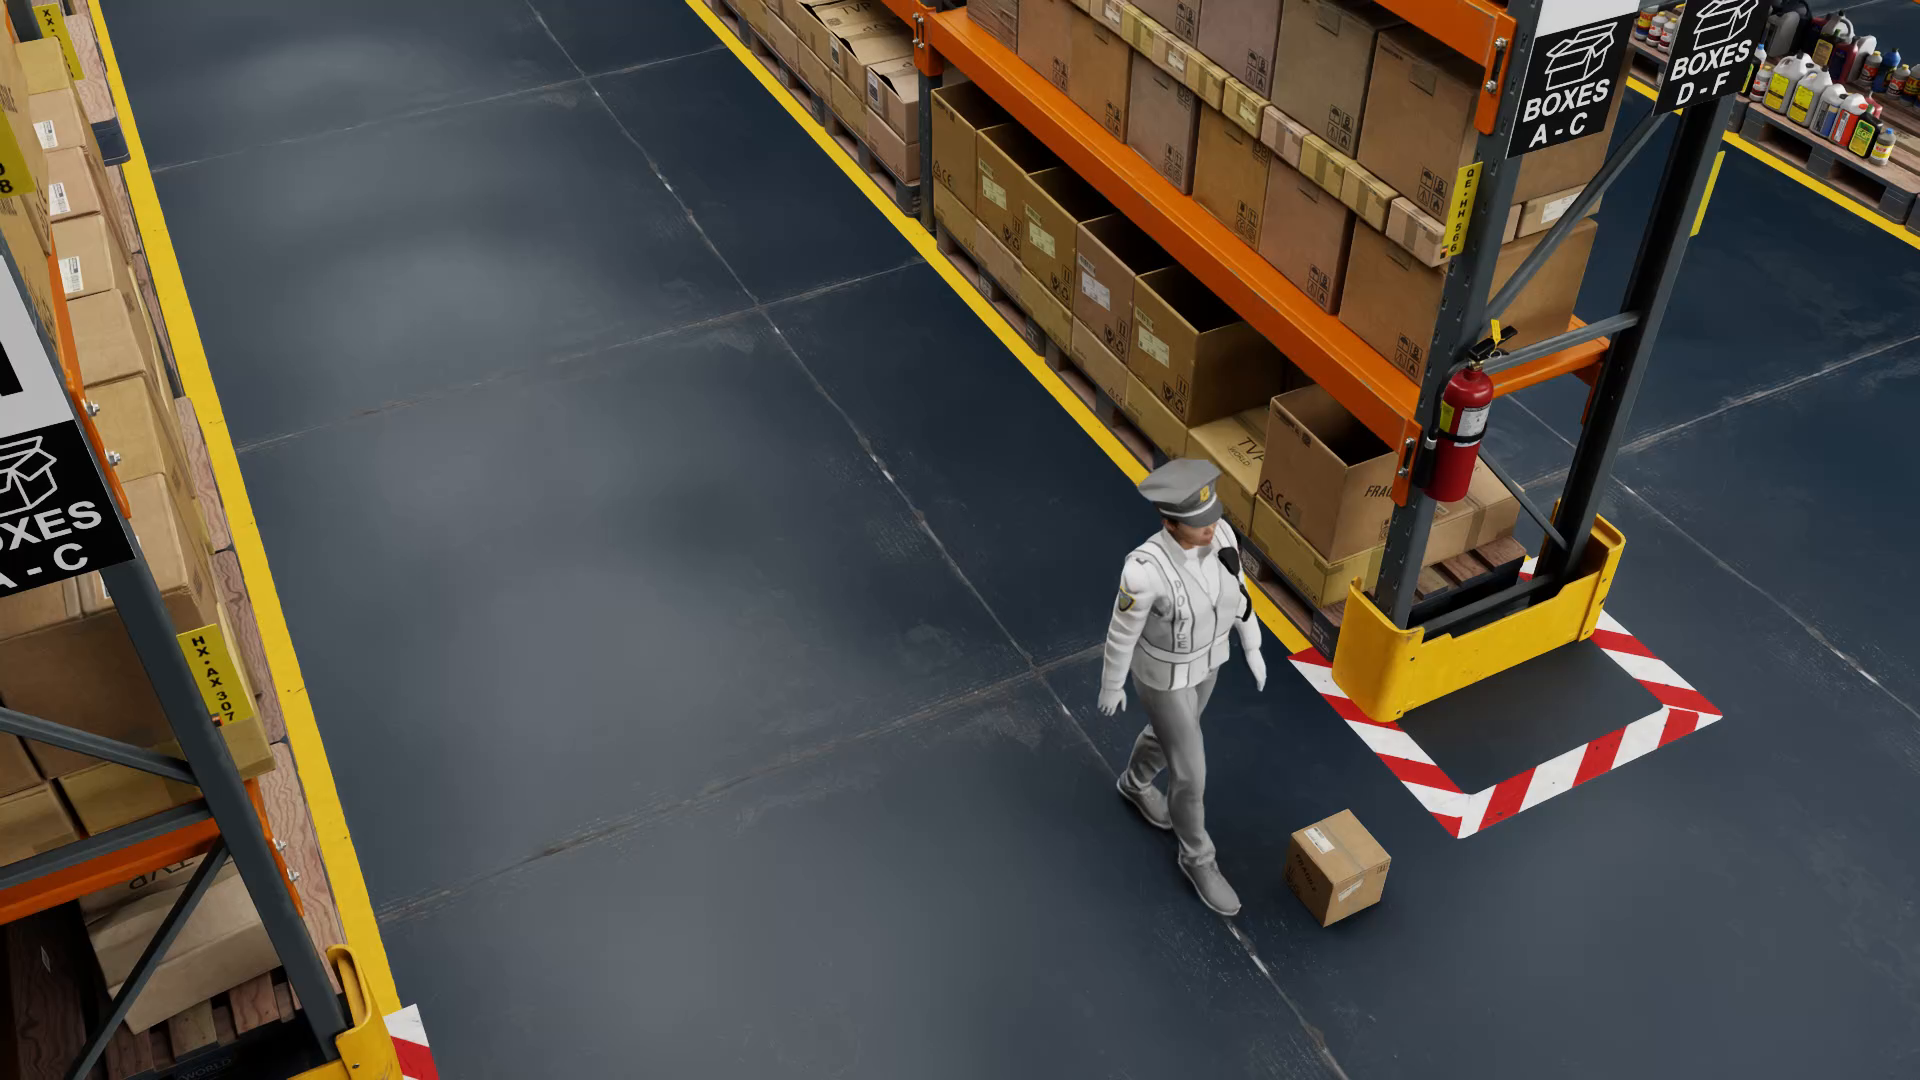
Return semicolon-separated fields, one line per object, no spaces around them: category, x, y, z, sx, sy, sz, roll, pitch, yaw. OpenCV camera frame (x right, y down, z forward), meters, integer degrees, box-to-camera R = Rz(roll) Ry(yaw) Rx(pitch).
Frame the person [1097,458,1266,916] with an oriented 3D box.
person;0.838;0.483;5.598;0.669;1.692;0.540;33;51;32
